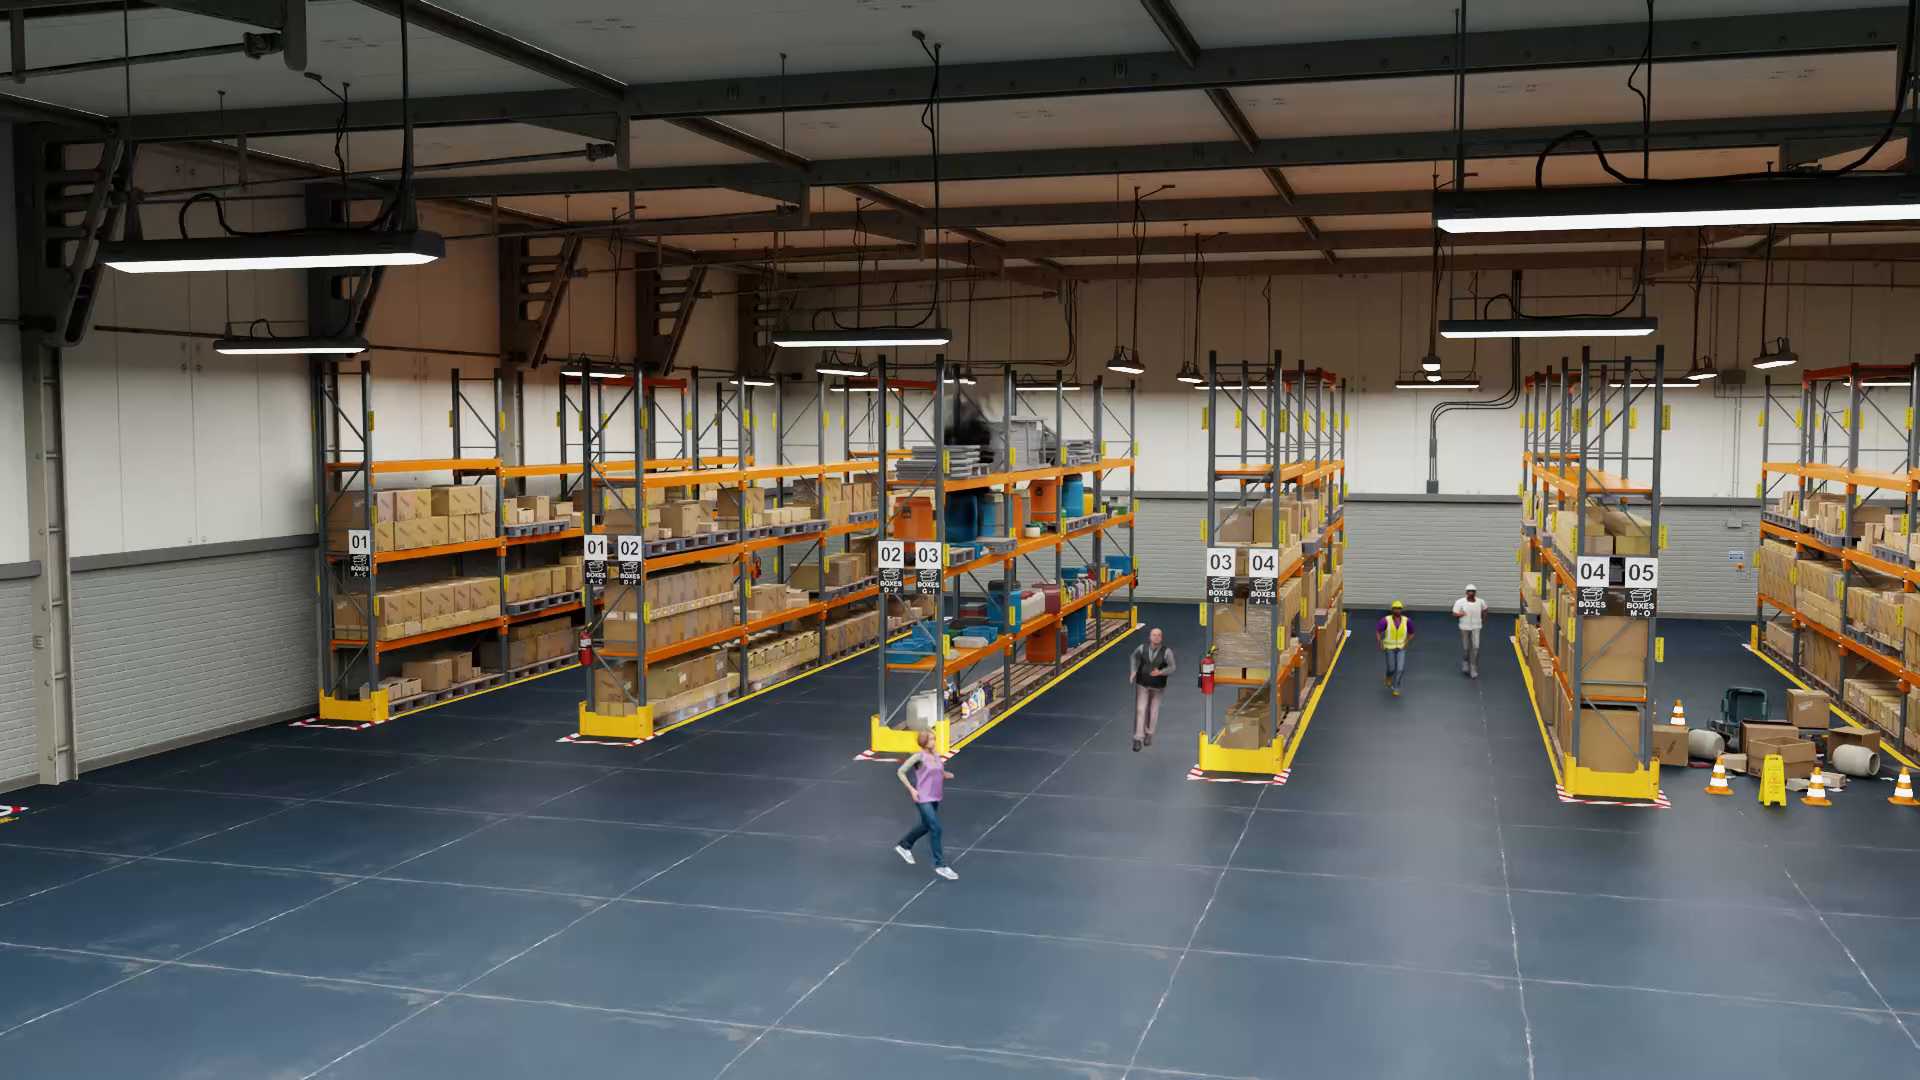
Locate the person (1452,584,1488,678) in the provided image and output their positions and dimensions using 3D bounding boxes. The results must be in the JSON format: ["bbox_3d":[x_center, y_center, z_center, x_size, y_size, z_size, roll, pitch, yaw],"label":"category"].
[{"bbox_3d":[10.003,1.757,32.635,0.673,1.785,0.887,1,4,13],"label":"person"}]

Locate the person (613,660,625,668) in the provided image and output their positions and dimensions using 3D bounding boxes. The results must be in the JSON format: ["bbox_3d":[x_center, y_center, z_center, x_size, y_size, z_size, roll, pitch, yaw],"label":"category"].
[{"bbox_3d":[-6.274,1.965,30.764,0.568,1.663,0.935,1,4,8],"label":"person"}]

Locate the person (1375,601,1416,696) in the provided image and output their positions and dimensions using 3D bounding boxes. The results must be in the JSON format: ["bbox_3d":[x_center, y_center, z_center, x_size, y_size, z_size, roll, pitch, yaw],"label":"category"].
[{"bbox_3d":[7.959,1.974,30.375,0.718,1.724,0.618,0,4,6],"label":"person"}]

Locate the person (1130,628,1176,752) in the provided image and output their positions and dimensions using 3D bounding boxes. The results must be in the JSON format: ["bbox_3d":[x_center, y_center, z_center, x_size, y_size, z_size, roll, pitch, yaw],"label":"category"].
[{"bbox_3d":[2.775,2.144,23.998,0.675,1.747,0.878,1,4,10],"label":"person"}]

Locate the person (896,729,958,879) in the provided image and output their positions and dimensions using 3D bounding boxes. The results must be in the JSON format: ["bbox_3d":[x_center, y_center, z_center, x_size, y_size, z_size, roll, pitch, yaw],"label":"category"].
[{"bbox_3d":[-0.371,2.873,18.306,0.878,1.596,0.531,3,5,33],"label":"person"}]
